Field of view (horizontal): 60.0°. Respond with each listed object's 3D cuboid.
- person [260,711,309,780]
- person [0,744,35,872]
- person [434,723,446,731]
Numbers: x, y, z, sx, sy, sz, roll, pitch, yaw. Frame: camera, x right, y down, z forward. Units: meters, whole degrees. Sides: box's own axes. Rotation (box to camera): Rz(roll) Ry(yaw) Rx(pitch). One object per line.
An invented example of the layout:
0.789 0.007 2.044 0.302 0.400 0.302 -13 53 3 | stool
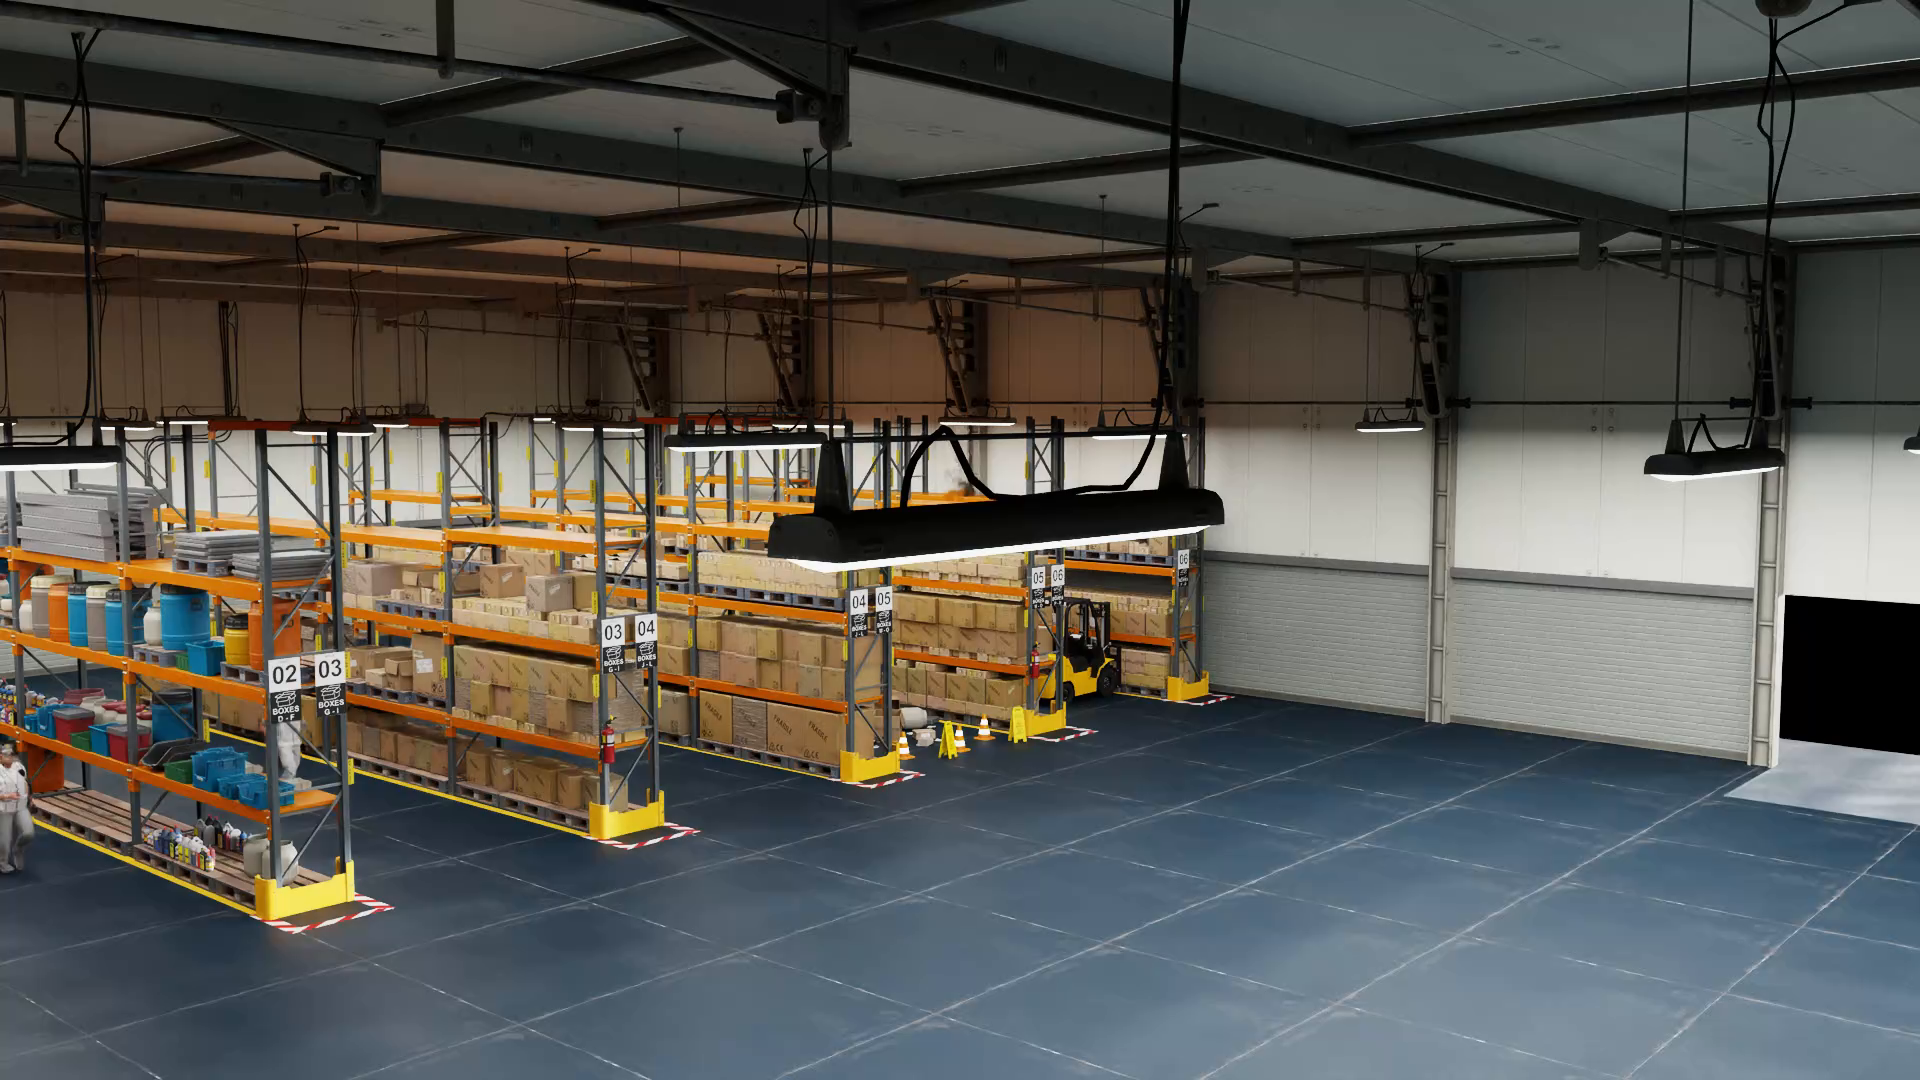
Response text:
-10.504 3.276 26.021 0.735 1.844 0.631 3 6 33 | person
-12.703 3.595 22.291 0.647 1.752 0.646 3 6 35 | person
-9.610 2.873 30.989 0.788 1.840 0.668 4 6 41 | person
